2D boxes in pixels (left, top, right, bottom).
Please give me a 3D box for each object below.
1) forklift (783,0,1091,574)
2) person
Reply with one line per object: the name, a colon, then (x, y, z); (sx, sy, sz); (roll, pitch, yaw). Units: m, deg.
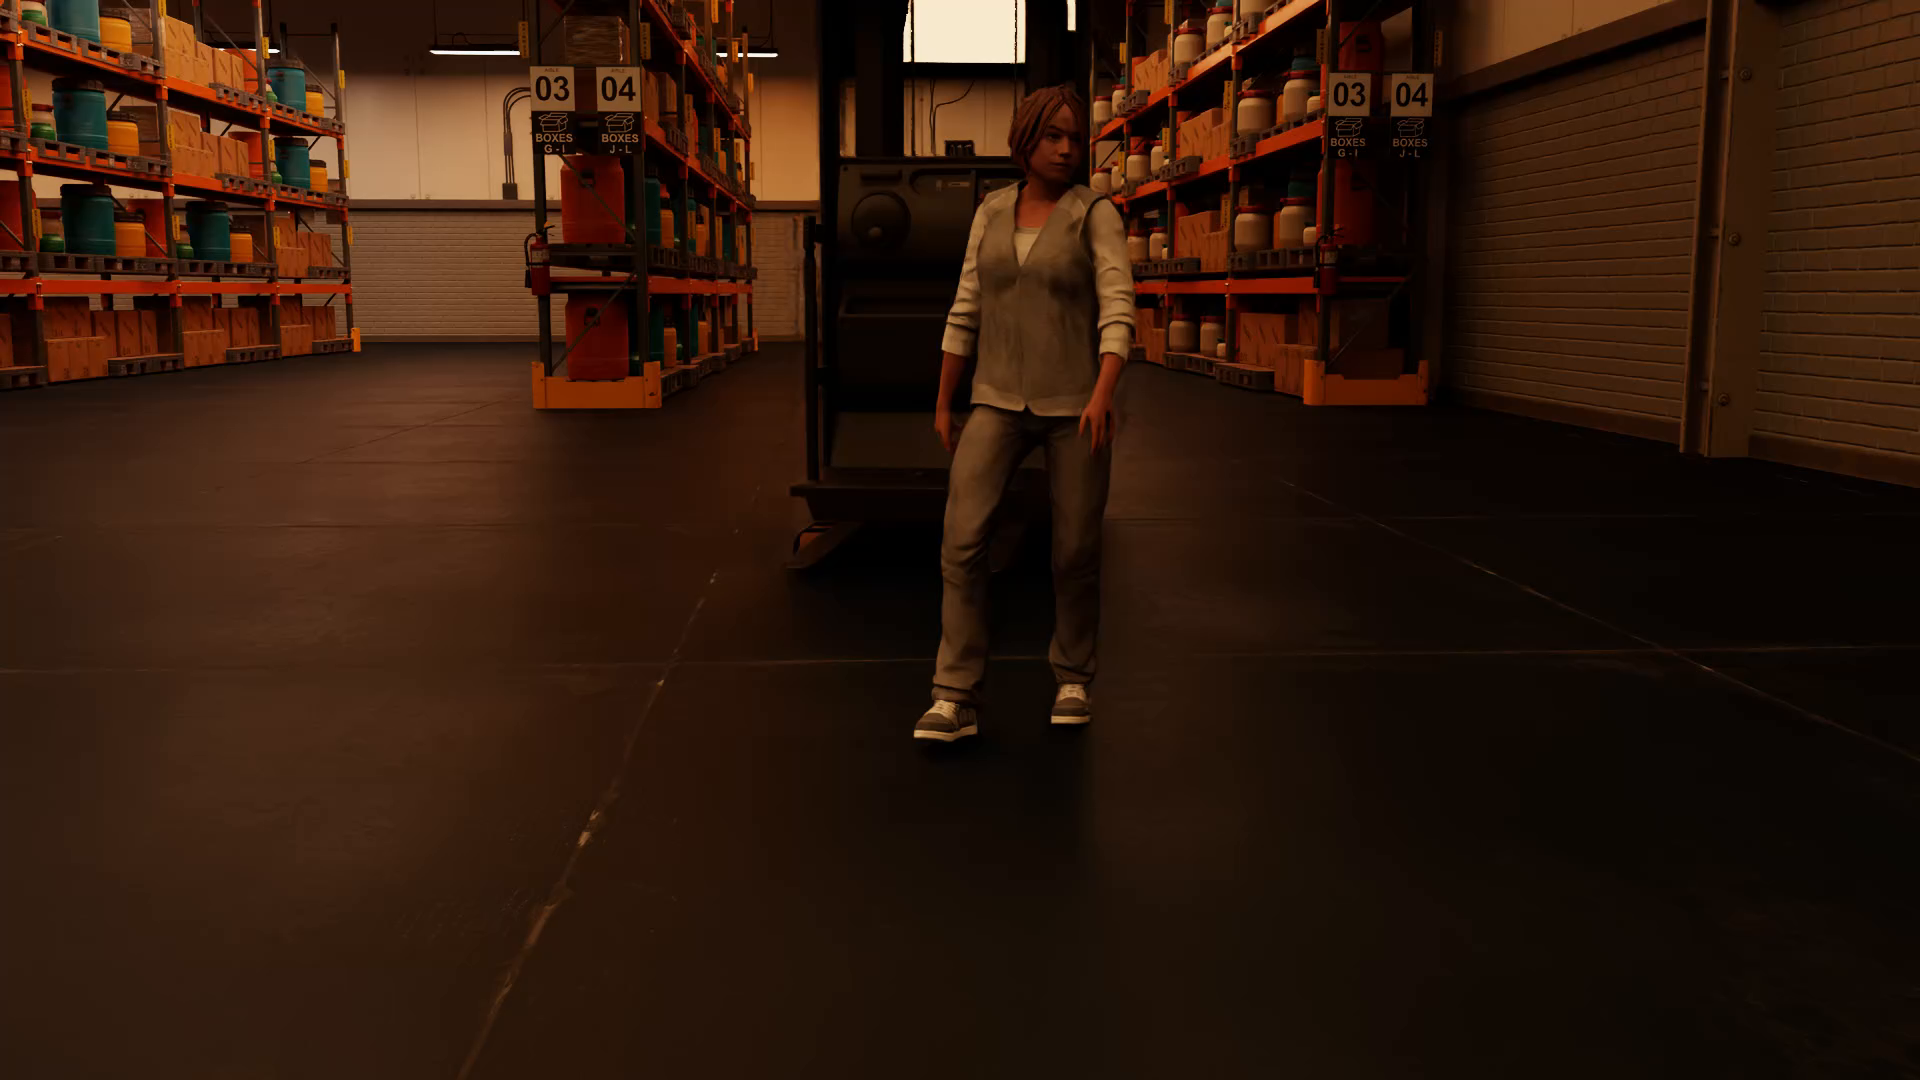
forklift: (-0.049, -1.357, 6.468); (1.130, 2.935, 3.031); (1, 8, 6)
person: (0.162, -0.288, 4.000); (0.535, 1.551, 0.637); (3, 9, 17)
